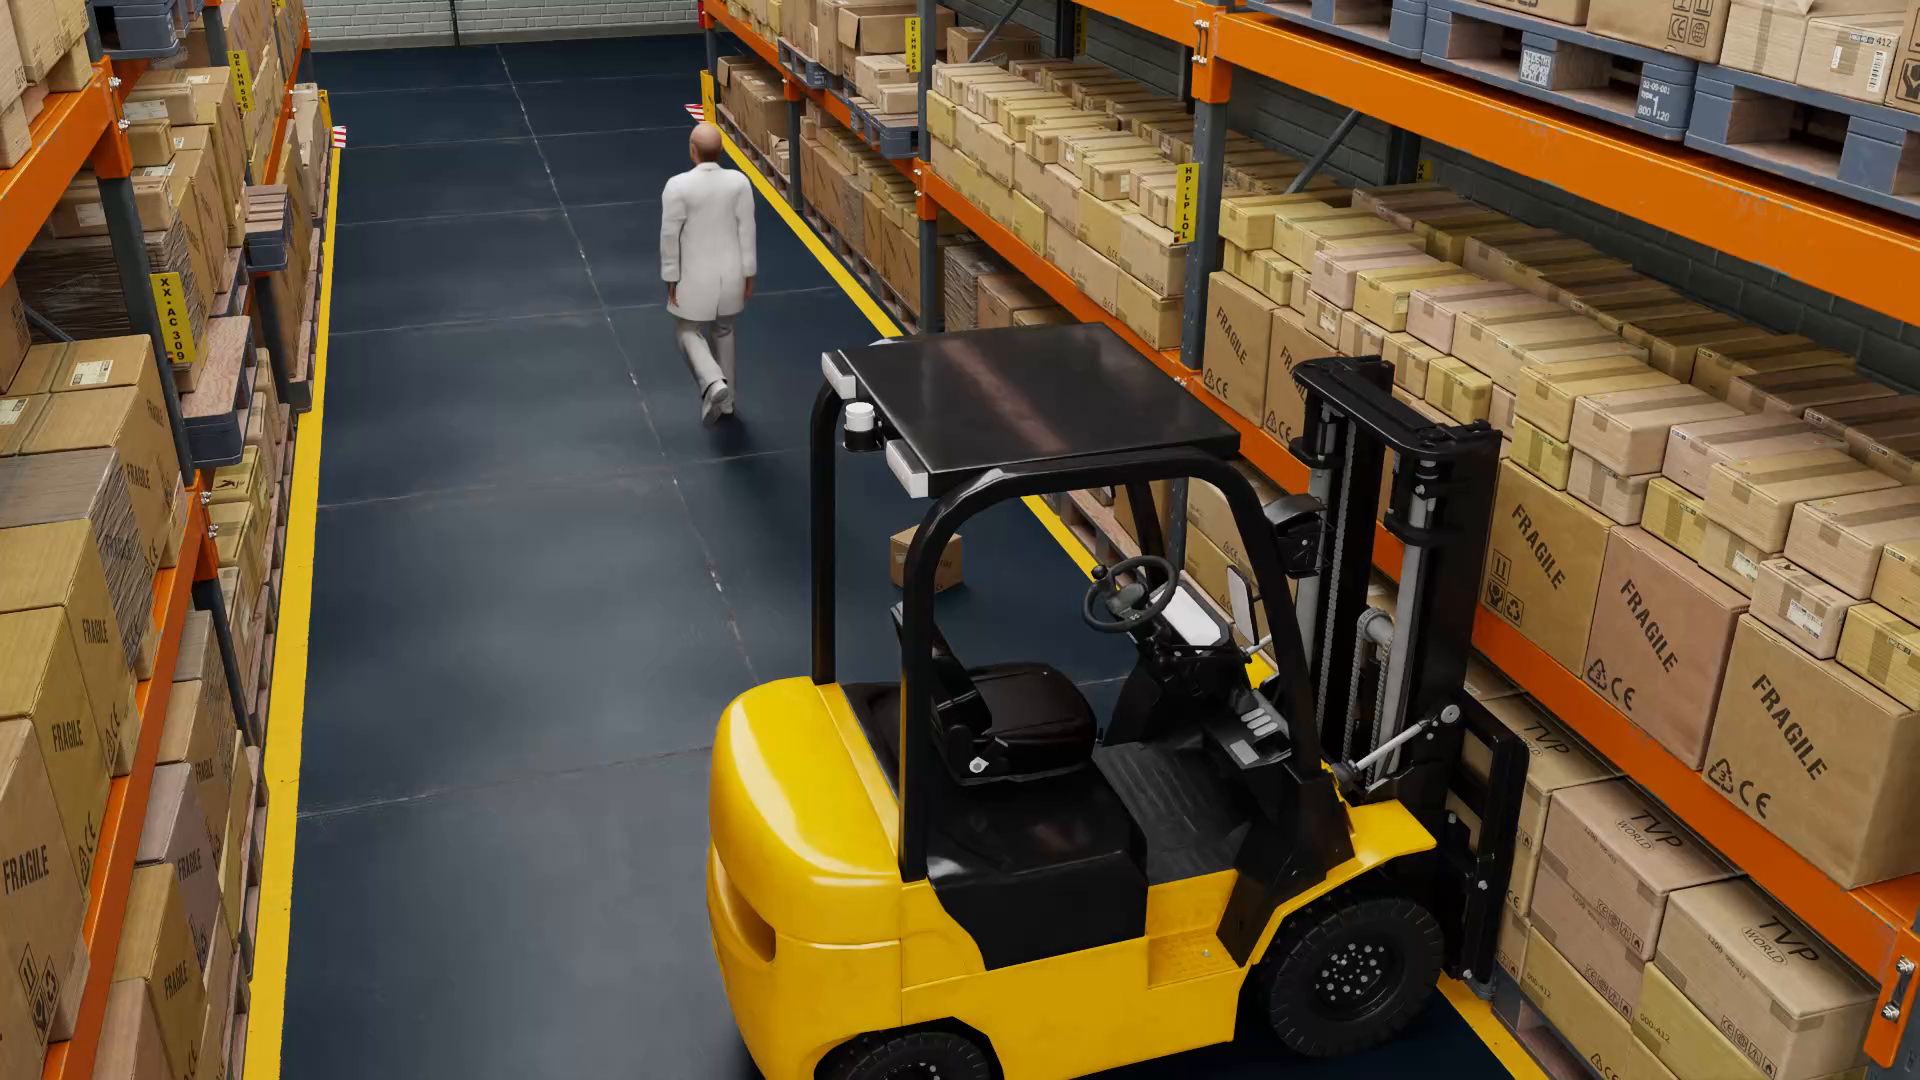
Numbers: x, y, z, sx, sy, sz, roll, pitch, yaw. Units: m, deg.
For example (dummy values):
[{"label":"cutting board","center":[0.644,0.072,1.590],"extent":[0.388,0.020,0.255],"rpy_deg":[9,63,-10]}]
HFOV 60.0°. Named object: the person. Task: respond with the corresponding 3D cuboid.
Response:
[{"label":"person","center":[-1.465,-1.550,9.769],"extent":[0.579,1.762,0.735],"rpy_deg":[-12,28,-23]}]
